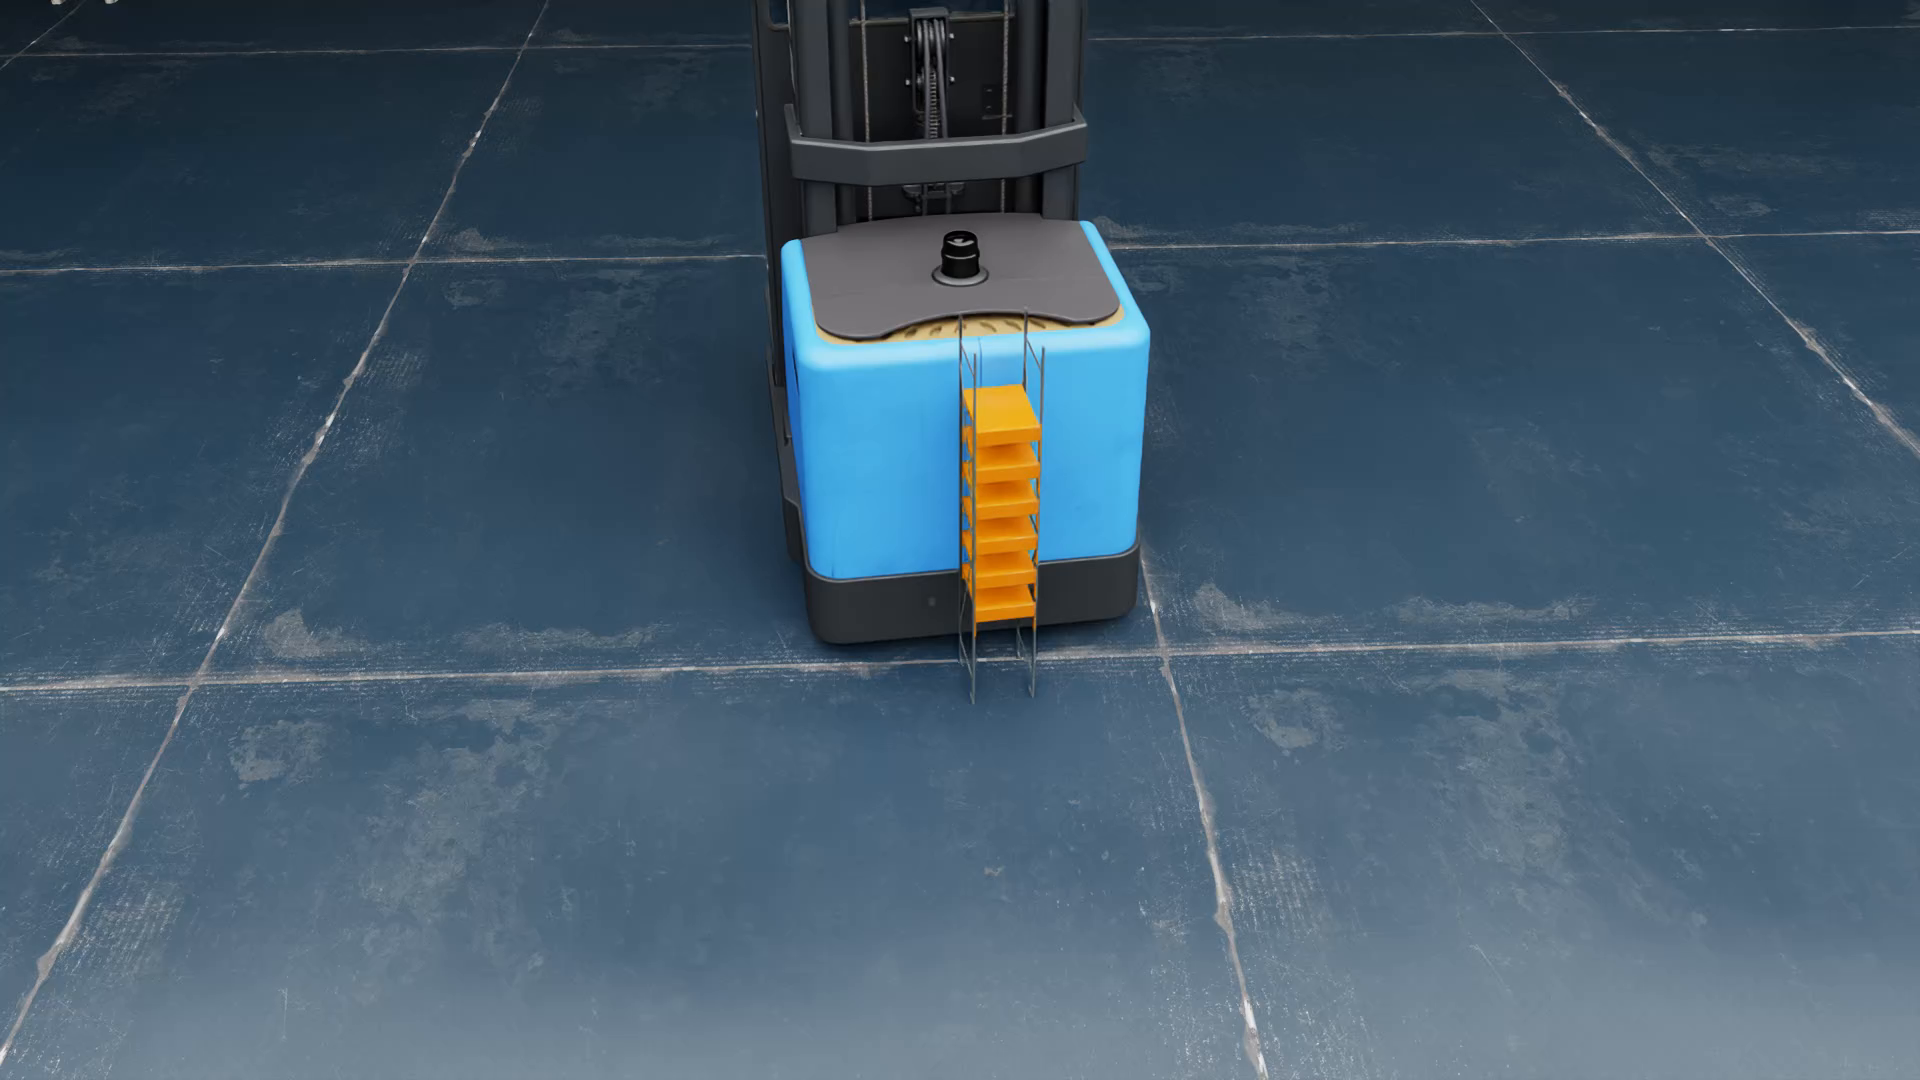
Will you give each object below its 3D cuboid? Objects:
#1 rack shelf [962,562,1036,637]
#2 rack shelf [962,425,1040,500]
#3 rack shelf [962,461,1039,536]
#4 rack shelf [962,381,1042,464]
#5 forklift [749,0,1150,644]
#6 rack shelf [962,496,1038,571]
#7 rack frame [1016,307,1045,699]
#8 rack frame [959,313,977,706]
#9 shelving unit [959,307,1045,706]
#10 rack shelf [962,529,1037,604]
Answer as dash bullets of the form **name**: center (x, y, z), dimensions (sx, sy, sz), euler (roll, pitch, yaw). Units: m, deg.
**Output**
- **rack shelf**: center (0.110, 0.165, 4.957), dimensions (0.180, 0.103, 0.258), euler (-6, 35, -8)
- **rack shelf**: center (0.110, -0.230, 4.684), dimensions (0.180, 0.103, 0.258), euler (-6, 35, -8)
- **rack shelf**: center (0.110, -0.131, 4.753), dimensions (0.180, 0.103, 0.258), euler (-6, 35, -8)
- **rack shelf**: center (0.110, -0.329, 4.616), dimensions (0.180, 0.103, 0.258), euler (-6, 35, -8)
- **forklift**: center (-0.170, -1.712, 5.648), dimensions (1.130, 2.935, 3.031), euler (-5, 35, -7)
- **rack shelf**: center (0.110, -0.033, 4.821), dimensions (0.180, 0.103, 0.258), euler (-6, 35, -8)
- **rack frame**: center (0.201, -0.078, 4.809), dimensions (0.006, 1.200, 0.240), euler (-6, 35, -8)
- **rack frame**: center (0.020, -0.060, 4.782), dimensions (0.006, 1.200, 0.240), euler (-6, 35, -8)
- **shelving unit**: center (0.110, -0.069, 4.796), dimensions (0.189, 1.200, 0.258), euler (-6, 35, -8)
- **rack shelf**: center (0.110, 0.066, 4.889), dimensions (0.180, 0.103, 0.258), euler (-6, 35, -8)
